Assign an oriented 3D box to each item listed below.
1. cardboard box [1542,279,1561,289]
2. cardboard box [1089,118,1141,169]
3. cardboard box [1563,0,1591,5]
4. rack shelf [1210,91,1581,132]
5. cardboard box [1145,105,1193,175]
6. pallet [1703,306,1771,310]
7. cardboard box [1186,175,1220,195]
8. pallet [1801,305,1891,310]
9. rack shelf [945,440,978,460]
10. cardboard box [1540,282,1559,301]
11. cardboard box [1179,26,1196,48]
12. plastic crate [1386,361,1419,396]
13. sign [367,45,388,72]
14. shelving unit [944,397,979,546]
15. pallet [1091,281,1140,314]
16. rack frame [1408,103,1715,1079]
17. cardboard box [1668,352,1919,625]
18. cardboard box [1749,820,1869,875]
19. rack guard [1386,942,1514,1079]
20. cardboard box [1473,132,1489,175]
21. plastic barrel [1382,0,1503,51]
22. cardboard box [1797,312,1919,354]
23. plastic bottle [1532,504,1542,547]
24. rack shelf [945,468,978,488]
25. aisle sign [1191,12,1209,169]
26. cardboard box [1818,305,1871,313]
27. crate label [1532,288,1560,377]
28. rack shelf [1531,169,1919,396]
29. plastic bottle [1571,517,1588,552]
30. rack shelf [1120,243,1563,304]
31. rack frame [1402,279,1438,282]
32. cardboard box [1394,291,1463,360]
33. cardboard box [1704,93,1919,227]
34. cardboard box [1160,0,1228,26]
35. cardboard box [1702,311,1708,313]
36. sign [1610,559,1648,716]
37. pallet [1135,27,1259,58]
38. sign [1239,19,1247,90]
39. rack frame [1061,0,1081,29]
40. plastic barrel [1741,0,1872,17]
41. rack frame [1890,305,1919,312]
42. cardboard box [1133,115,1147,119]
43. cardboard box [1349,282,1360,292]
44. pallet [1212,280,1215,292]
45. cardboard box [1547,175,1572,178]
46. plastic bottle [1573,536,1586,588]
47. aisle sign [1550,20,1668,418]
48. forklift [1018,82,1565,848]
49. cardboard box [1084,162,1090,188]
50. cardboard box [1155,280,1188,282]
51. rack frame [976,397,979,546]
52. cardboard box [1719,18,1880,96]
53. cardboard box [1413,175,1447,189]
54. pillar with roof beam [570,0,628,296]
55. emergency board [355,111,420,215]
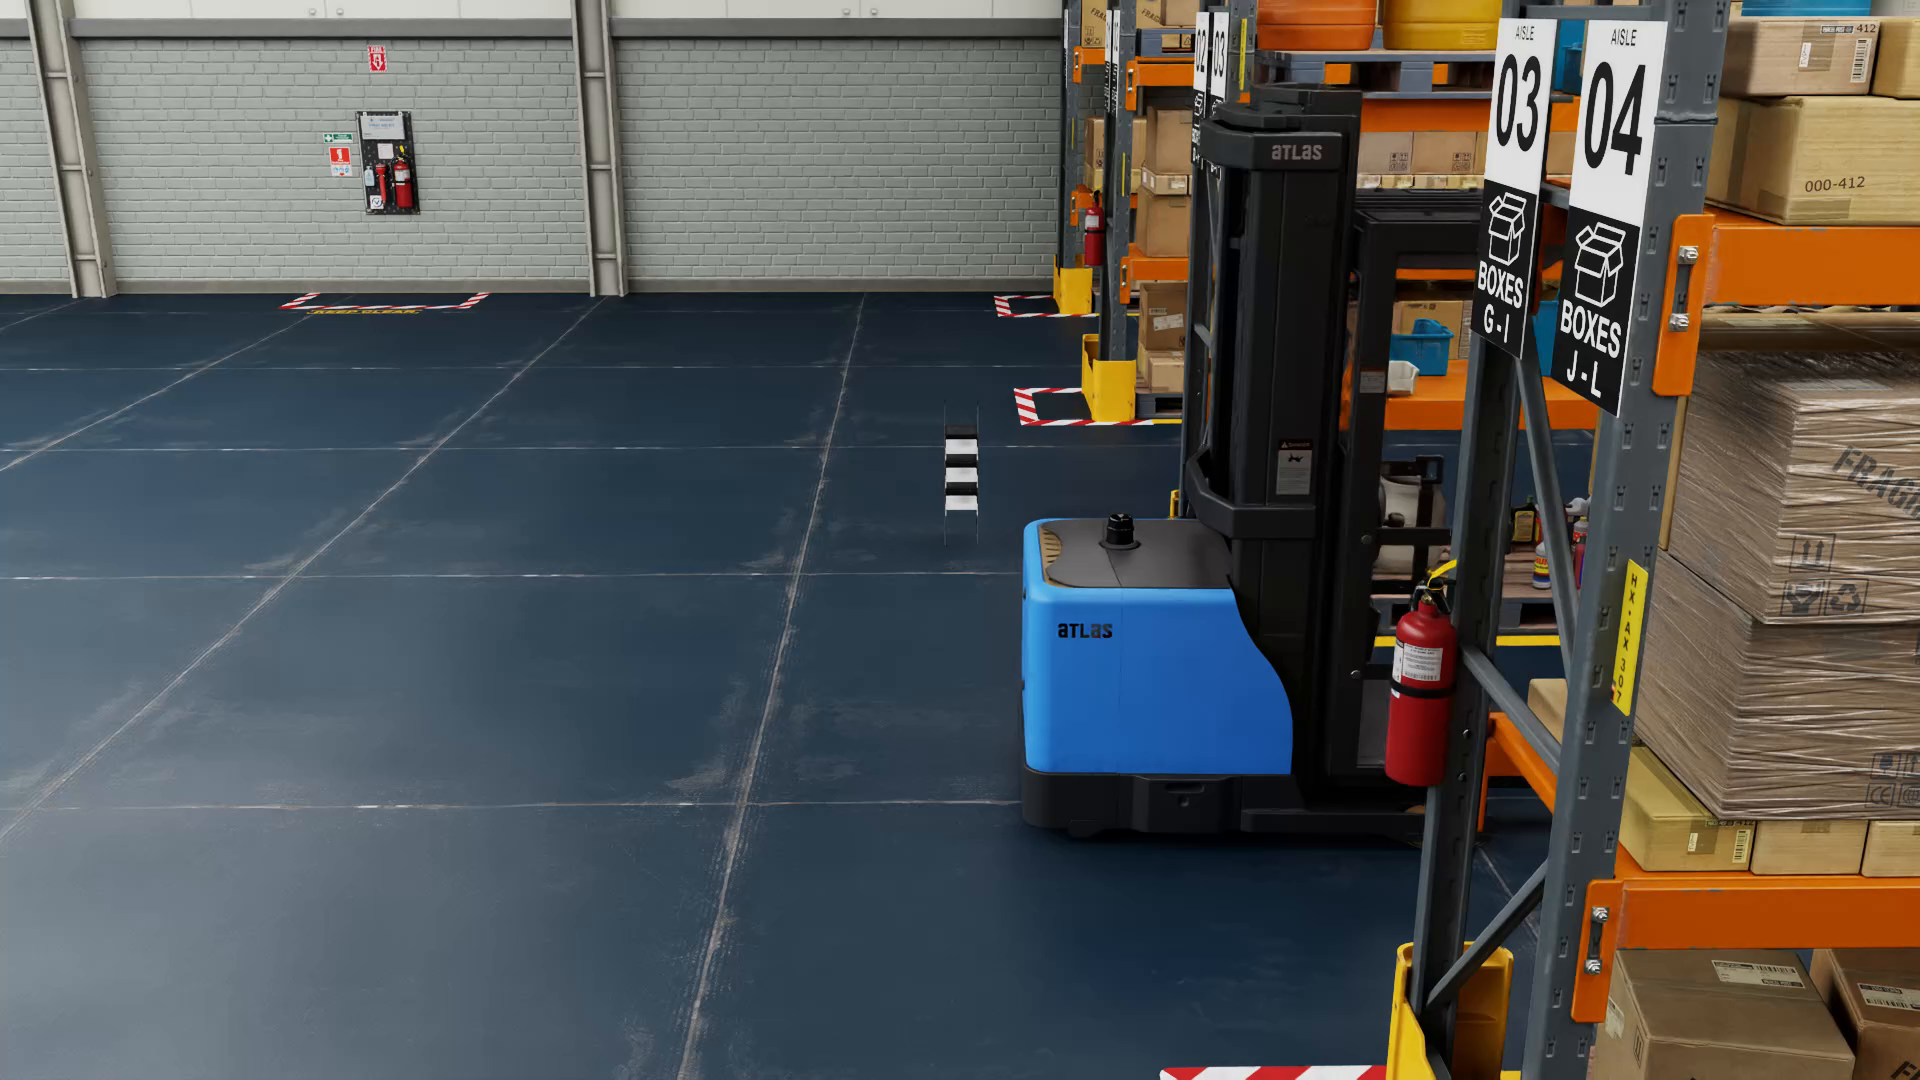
[{"bbox_3d":[6.441,-3.148,18.821,0.500,0.500,0.700,-1,18,-2],"label":"cardboard box"},{"bbox_3d":[1.672,-4.288,17.991,0.500,0.500,0.500,0,18,-1],"label":"cardboard box"},{"bbox_3d":[4.764,-4.410,13.393,0.500,0.500,0.500,1,18,4],"label":"cardboard box"},{"bbox_3d":[3.346,-2.152,8.614,4.000,0.370,1.077,0,18,-1],"label":"rack shelf"},{"bbox_3d":[1.792,-3.234,13.430,0.500,0.500,0.700,0,18,-1],"label":"cardboard box"},{"bbox_3d":[8.408,-2.790,18.900,1.213,0.211,1.003,0,18,-1],"label":"pallet"},{"bbox_3d":[1.932,-2.865,13.341,0.250,0.149,0.380,-1,18,-2],"label":"cardboard box"},{"bbox_3d":[9.979,-2.774,18.851,1.213,0.211,1.003,0,18,-1],"label":"pallet"},{"bbox_3d":[0.008,-0.568,10.365,0.200,0.077,0.258,0,18,-1],"label":"rack shelf"},{"bbox_3d":[4.803,-1.930,14.240,0.500,0.500,0.500,0,18,-1],"label":"cardboard box"},{"bbox_3d":[2.585,-5.489,17.640,0.500,0.500,0.500,1,18,2],"label":"cardboard box"},{"bbox_3d":[2.247,-0.837,8.679,0.250,0.136,0.298,0,18,-1],"label":"plastic crate"},{"bbox_3d":[-6.604,-5.455,18.848,0.199,0.298,0.001,0,18,-1],"label":"sign"},{"bbox_3d":[0.008,-0.429,10.410,0.210,0.900,0.258,0,18,-1],"label":"shelving unit"},{"bbox_3d":[2.079,-2.748,18.770,1.213,0.211,1.003,0,18,-1],"label":"pallet"},{"bbox_3d":[1.425,0.456,4.216,0.127,3.000,1.000,0,18,-1],"label":"rack frame"},{"bbox_3d":[1.979,-0.129,3.752,0.500,0.500,0.500,0,18,-1],"label":"cardboard box"},{"bbox_3d":[1.964,0.651,4.017,0.250,0.149,0.380,0,18,-1],"label":"cardboard box"},{"bbox_3d":[1.501,1.646,4.599,0.348,0.500,1.175,0,18,-1],"label":"rack guard"},{"bbox_3d":[4.323,-3.248,13.473,0.500,0.500,0.700,0,18,-1],"label":"cardboard box"},{"bbox_3d":[2.485,-2.819,8.519,0.600,0.588,0.600,0,18,0],"label":"plastic barrel"},{"bbox_3d":[2.471,-0.292,4.259,0.500,0.500,0.500,0,18,-1],"label":"cardboard box"},{"bbox_3d":[3.429,-0.105,9.703,0.135,0.276,0.152,0,18,0],"label":"plastic bottle"},{"bbox_3d":[0.008,-0.397,10.420,0.200,0.077,0.258,0,18,-1],"label":"rack shelf"},{"bbox_3d":[1.270,-2.385,8.816,0.004,0.787,0.394,0,18,-1],"label":"aisle sign"},{"bbox_3d":[7.708,-1.846,14.289,0.500,0.311,0.500,-1,18,-2],"label":"cardboard box"},{"bbox_3d":[3.183,-1.165,9.212,0.616,0.435,0.502,0,18,-1],"label":"crate label"},{"bbox_3d":[3.425,-0.640,3.898,4.000,0.370,1.077,0,18,-1],"label":"rack shelf"},{"bbox_3d":[3.588,-0.032,9.598,0.097,0.201,0.097,0,18,0],"label":"plastic bottle"},{"bbox_3d":[3.272,-2.237,13.788,4.000,0.370,1.077,0,18,-1],"label":"rack shelf"},{"bbox_3d":[5.190,-4.102,18.424,0.127,3.000,1.000,0,18,-1],"label":"rack frame"},{"bbox_3d":[3.812,-1.765,13.727,0.500,0.500,0.500,0,18,-1],"label":"cardboard box"},{"bbox_3d":[1.911,-0.825,3.542,0.500,0.250,0.500,0,18,1],"label":"cardboard box"},{"bbox_3d":[1.847,-4.315,13.093,0.637,0.503,0.797,1,18,3],"label":"cardboard box"},{"bbox_3d":[6.192,-1.841,14.271,0.500,0.311,0.500,0,18,1],"label":"cardboard box"},{"bbox_3d":[1.434,0.209,3.567,0.005,0.325,0.100,0,18,-1],"label":"sign"},{"bbox_3d":[1.980,-3.952,13.189,1.213,0.211,1.003,0,18,-1],"label":"pallet"},{"bbox_3d":[1.351,-2.322,7.948,0.005,0.325,0.100,0,18,-1],"label":"sign"},{"bbox_3d":[1.190,-6.939,17.448,0.127,3.000,1.000,0,18,-1],"label":"rack frame"},{"bbox_3d":[4.349,-2.971,8.480,0.708,0.901,0.600,0,18,-1],"label":"plastic barrel"},{"bbox_3d":[5.346,-1.076,8.992,0.127,3.000,1.000,0,18,-1],"label":"rack frame"},{"bbox_3d":[2.162,-4.445,18.477,0.500,0.500,0.500,0,18,0],"label":"cardboard box"},{"bbox_3d":[3.303,-1.922,14.216,0.500,0.500,0.500,0,18,-1],"label":"cardboard box"},{"bbox_3d":[3.296,-2.753,18.785,1.213,0.211,1.003,0,18,-1],"label":"pallet"},{"bbox_3d":[4.756,-2.878,13.384,0.250,0.149,0.380,-1,18,-2],"label":"cardboard box"},{"bbox_3d":[3.391,0.118,8.996,0.133,0.283,0.061,0,18,0],"label":"plastic bottle"},{"bbox_3d":[1.368,-0.690,3.533,0.004,0.787,0.394,0,18,-1],"label":"aisle sign"},{"bbox_3d":[1.776,-0.320,6.747,3.031,2.935,1.130,0,18,1],"label":"forklift"},{"bbox_3d":[1.655,-4.082,18.576,0.500,0.250,0.500,0,18,0],"label":"cardboard box"},{"bbox_3d":[2.454,-2.991,18.641,0.500,0.311,0.500,1,18,4],"label":"cardboard box"},{"bbox_3d":[0.110,-0.429,10.412,0.006,0.900,0.240,0,18,-1],"label":"rack frame"},{"bbox_3d":[1.704,-1.022,3.504,0.250,0.149,0.380,0,18,-1],"label":"cardboard box"},{"bbox_3d":[3.734,-2.873,13.368,0.250,0.149,0.380,0,18,1],"label":"cardboard box"},{"bbox_3d":[-4.055,-5.863,14.093,0.400,9.000,9.100,0,18,-1],"label":"pillar with roof beam"},{"bbox_3d":[-6.594,-4.321,19.107,0.643,1.169,0.194,0,18,-1],"label":"emergency board"}]
